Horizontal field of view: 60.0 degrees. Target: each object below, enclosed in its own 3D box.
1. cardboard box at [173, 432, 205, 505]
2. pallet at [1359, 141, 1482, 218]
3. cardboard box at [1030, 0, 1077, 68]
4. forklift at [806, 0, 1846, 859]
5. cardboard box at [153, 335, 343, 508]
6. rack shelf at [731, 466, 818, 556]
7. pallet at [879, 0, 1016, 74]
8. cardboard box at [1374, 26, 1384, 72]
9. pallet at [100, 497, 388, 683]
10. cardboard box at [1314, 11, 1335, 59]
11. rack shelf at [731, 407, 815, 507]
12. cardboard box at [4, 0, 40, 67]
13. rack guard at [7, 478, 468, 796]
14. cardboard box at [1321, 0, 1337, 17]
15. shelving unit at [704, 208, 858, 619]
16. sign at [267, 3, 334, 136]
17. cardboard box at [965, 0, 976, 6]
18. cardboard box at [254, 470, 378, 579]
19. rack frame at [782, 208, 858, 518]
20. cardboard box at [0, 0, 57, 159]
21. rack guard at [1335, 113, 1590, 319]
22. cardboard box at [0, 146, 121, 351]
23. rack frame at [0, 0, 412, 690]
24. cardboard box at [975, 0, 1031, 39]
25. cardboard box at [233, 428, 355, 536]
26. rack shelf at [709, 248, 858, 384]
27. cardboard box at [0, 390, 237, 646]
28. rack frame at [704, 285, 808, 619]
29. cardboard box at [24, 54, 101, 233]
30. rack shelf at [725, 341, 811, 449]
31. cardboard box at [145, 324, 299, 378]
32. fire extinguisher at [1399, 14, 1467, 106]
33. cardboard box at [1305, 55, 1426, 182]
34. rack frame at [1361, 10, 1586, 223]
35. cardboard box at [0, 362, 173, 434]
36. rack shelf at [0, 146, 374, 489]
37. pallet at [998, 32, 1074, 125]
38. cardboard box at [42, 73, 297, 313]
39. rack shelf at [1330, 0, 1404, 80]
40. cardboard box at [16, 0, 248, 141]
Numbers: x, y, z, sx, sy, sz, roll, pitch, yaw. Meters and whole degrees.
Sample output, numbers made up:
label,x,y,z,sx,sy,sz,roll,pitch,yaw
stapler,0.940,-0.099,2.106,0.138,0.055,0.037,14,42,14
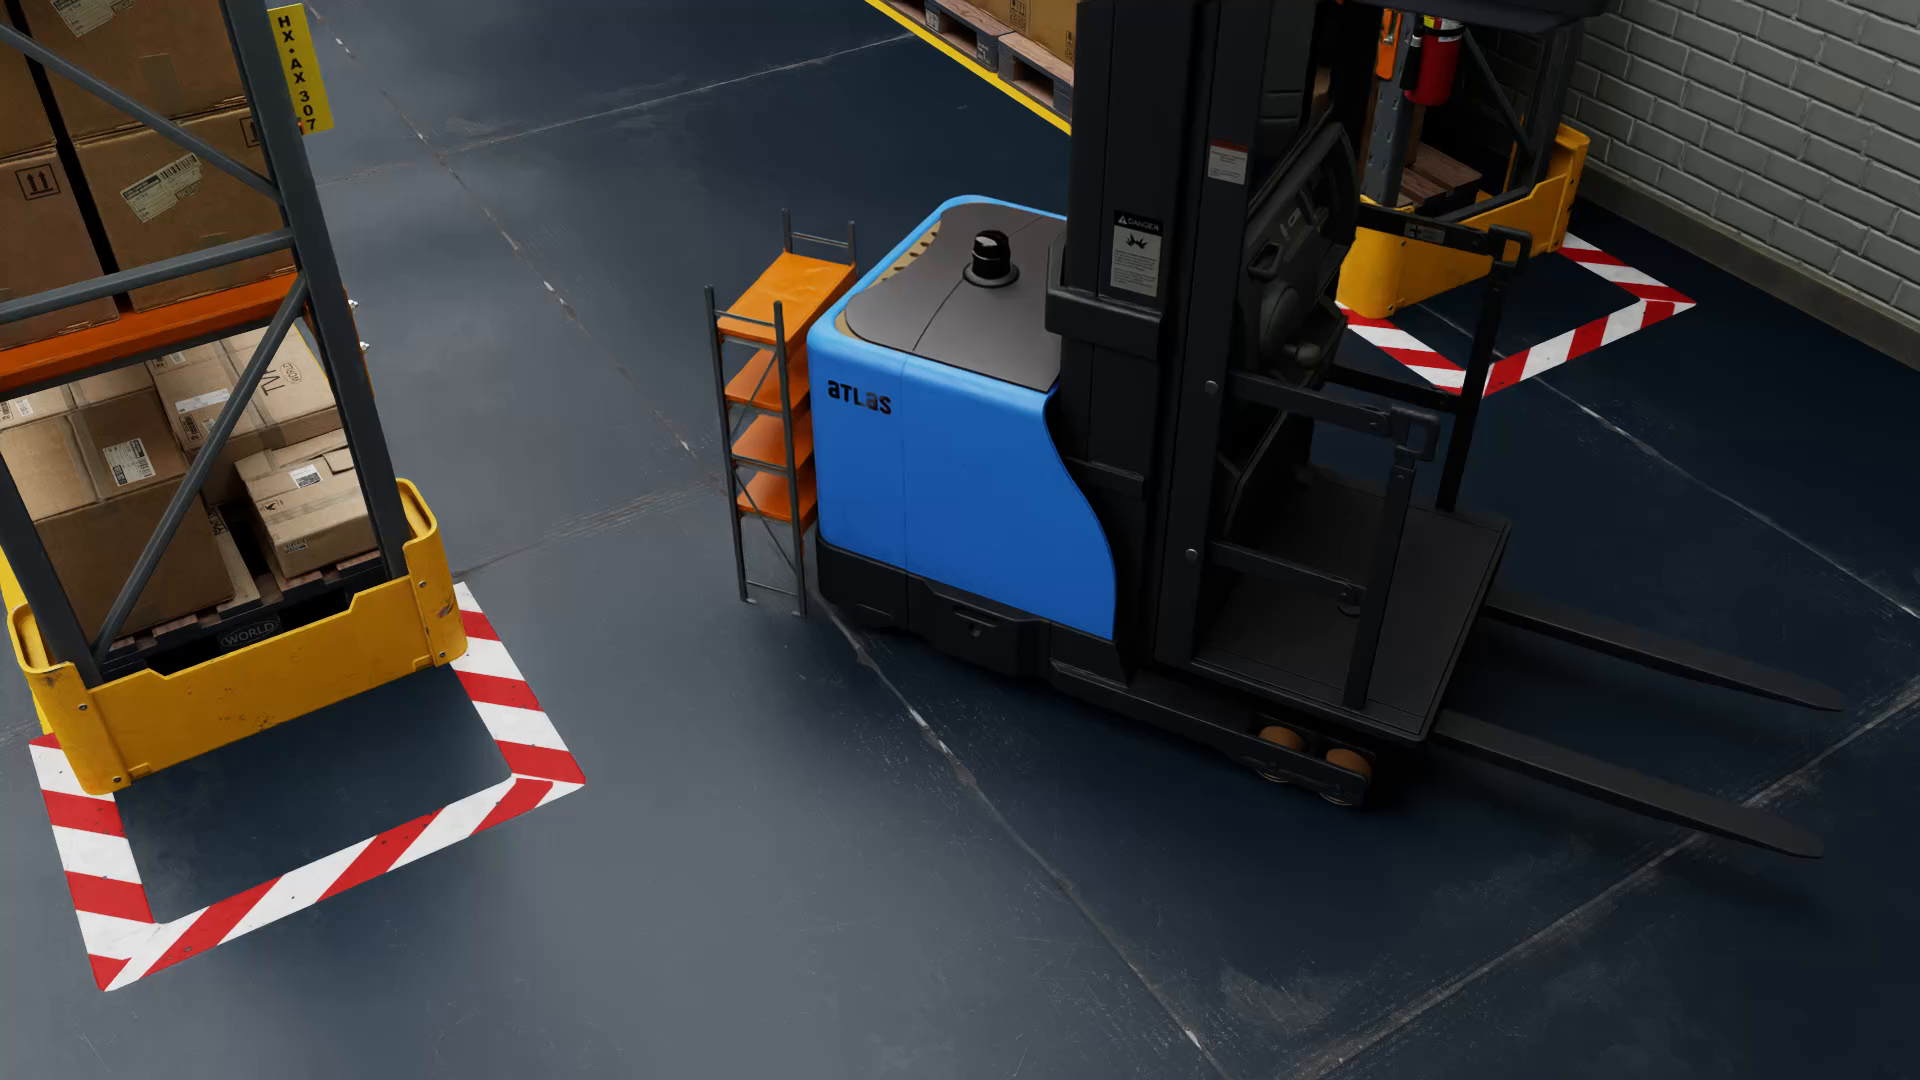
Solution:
label,x,y,z,sx,sy,sz,roll,pitch,yaw
cardboard box,-2.741,-0.182,5.495,0.380,0.166,0.250,-22,45,-24
pallet,1.580,-1.684,7.606,1.003,0.211,1.213,-22,45,-24
cardboard box,0.782,-2.721,8.297,0.700,0.500,0.500,-21,44,-23
forklift,1.086,-0.747,4.357,3.031,2.935,1.130,18,43,21
cardboard box,-2.421,-0.417,5.711,0.500,0.250,0.500,-22,45,-24
rack shelf,-0.522,-0.176,5.439,0.258,0.148,0.480,14,42,17
pallet,0.268,-3.001,9.186,1.003,0.211,1.213,-22,45,-24
cardboard box,1.851,-2.145,7.099,0.380,0.149,0.250,-22,45,-24
pallet,-2.569,-0.043,5.637,1.003,0.211,1.213,-22,45,-24
cardboard box,1.392,-2.150,7.105,0.380,0.149,0.250,-23,45,-25
rack shelf,-0.522,-0.329,5.312,0.258,0.148,0.480,14,42,17
cardboard box,-2.403,-1.675,4.558,0.500,0.500,0.500,-22,44,-24
rack guard,-2.140,0.276,5.028,1.175,0.500,0.348,-22,45,-24
cardboard box,1.578,-2.418,7.427,0.380,0.149,0.250,-22,45,-24
shelving unit,-0.522,-0.380,5.269,0.258,1.200,0.503,14,42,17
sign,-1.642,-1.163,4.126,0.100,0.325,0.005,-22,45,-24
cardboard box,0.240,-3.271,8.957,0.700,0.500,0.500,-22,44,-24
cardboard box,-2.034,-0.061,5.364,0.380,0.149,0.250,-22,45,-24
rack frame,-0.430,-0.525,5.442,0.240,1.200,0.015,14,42,17
cardboard box,-2.570,-1.211,4.001,0.500,0.500,0.500,-23,45,-25
rack guard,2.088,-1.377,7.012,1.175,0.500,0.348,-22,45,-24
cardboard box,-2.569,-0.830,4.324,0.500,0.500,0.500,-21,44,-23
rack frame,-2.099,-0.643,4.179,1.000,3.000,0.127,-22,45,-24
cardboard box,0.508,-2.999,8.630,0.700,0.500,0.500,-23,45,-25
cardboard box,-2.169,-0.203,5.520,0.380,0.166,0.250,-22,45,-24
rack shelf,-0.523,-0.682,5.017,0.258,0.148,0.480,14,42,17
cardboard box,-2.599,-0.060,5.088,0.500,0.500,0.500,-22,45,-24
rack frame,-0.614,-0.236,5.095,0.240,1.200,0.015,14,42,17
cardboard box,-2.397,-1.288,4.875,0.500,0.500,0.500,-23,45,-25
rack shelf,-0.523,-0.501,5.169,0.258,0.148,0.480,14,42,17
cardboard box,-2.690,-0.687,6.035,0.500,0.250,0.500,-22,45,-24
fire extinguisher,1.768,-1.937,6.083,0.296,0.674,0.183,-22,45,-24
cardboard box,1.615,-1.895,7.305,0.700,0.500,0.500,-22,45,-24
rack frame,2.076,-2.350,6.227,1.000,3.000,0.127,-22,45,-24
cardboard box,-3.085,-0.488,5.796,0.500,0.250,0.500,-22,45,-24
rack shelf,-3.174,-1.446,5.704,1.077,0.370,4.000,-22,45,-24
pallet,0.928,-2.341,8.395,1.003,0.211,1.213,-22,45,-24
cardboard box,-2.115,-1.012,4.543,0.500,0.500,0.500,-21,44,-24
rack shelf,1.000,-3.153,7.753,1.077,0.370,4.000,-22,45,-24
cardboard box,-2.115,-1.396,4.223,0.500,0.500,0.500,-21,44,-23
